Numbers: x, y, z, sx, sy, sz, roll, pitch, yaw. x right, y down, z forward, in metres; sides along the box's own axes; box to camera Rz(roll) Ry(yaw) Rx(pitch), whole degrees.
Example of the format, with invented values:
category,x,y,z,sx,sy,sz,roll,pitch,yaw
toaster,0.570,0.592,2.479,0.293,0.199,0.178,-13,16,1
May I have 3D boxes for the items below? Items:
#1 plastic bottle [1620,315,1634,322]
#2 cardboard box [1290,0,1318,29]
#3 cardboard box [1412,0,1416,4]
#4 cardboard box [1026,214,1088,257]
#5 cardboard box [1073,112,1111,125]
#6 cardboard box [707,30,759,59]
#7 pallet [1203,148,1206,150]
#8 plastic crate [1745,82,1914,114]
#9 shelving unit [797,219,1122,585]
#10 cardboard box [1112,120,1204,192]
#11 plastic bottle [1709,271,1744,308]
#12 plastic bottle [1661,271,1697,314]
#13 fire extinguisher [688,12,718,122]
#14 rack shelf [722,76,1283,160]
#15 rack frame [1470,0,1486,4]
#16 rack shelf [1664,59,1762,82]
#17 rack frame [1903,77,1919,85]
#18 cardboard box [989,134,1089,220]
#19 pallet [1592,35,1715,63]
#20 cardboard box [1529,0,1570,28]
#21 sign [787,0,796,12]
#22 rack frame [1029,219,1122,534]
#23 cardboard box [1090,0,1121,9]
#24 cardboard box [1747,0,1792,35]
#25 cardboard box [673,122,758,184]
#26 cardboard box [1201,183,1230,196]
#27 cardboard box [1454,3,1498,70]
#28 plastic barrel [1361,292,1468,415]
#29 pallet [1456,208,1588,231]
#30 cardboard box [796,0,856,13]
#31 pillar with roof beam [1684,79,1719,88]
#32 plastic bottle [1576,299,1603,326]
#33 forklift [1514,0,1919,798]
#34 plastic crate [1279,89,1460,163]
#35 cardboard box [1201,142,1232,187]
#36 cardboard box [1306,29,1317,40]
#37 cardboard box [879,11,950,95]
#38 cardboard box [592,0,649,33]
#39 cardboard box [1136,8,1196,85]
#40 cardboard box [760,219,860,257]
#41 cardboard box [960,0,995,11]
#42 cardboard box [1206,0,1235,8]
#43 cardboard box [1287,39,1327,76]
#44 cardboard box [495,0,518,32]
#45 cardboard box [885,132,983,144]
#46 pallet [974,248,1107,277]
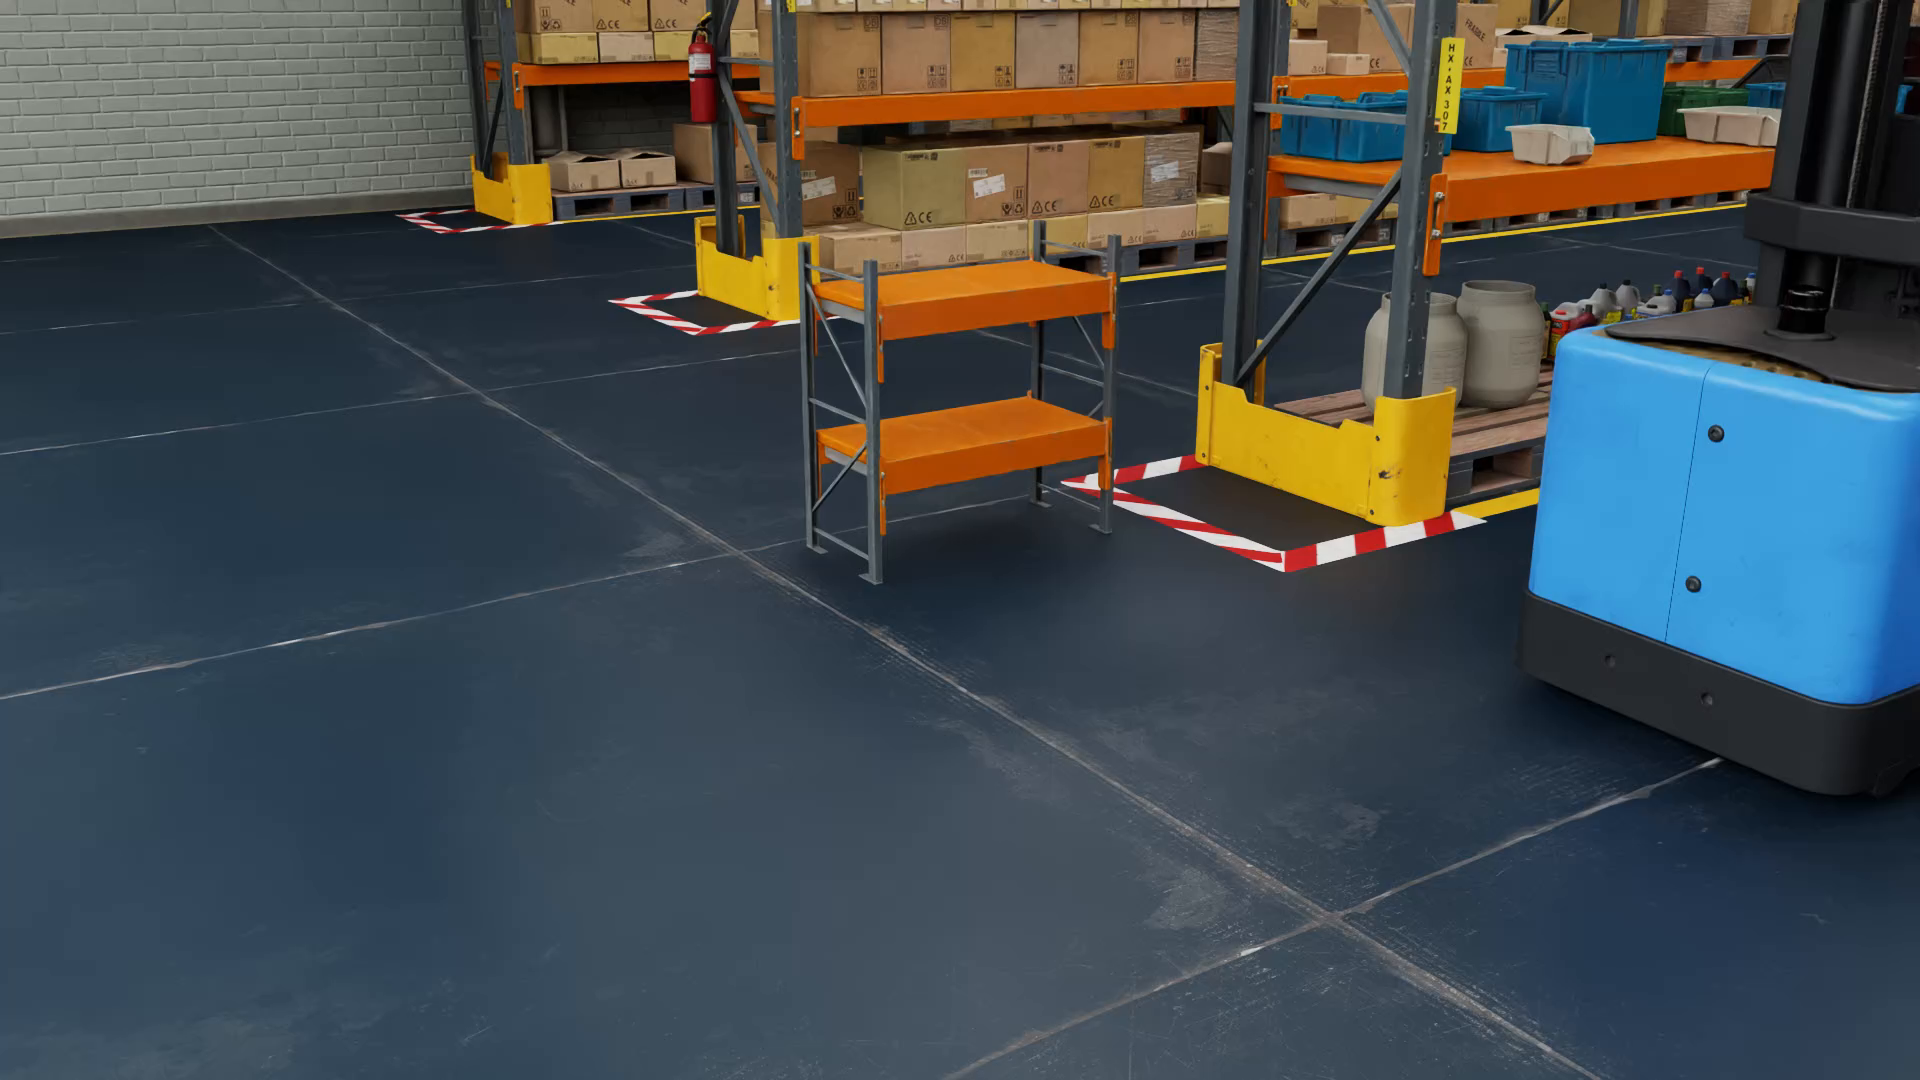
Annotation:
category,x,y,z,sx,sy,sz,roll,pitch,yaw
plastic bottle,3.306,-1.015,8.245,0.097,0.201,0.097,0,19,0
cardboard box,3.654,-5.988,18.621,0.500,0.500,0.500,-11,22,-30
cardboard box,5.338,-6.344,19.675,0.500,0.500,0.500,-12,22,-31
cardboard box,0.535,-2.145,11.543,0.500,0.250,0.500,-12,22,-31
cardboard box,1.199,-4.412,17.827,0.500,0.500,0.700,-12,22,-32
cardboard box,-2.156,-4.485,15.031,0.500,0.250,0.500,-12,22,-31
pallet,2.012,-4.225,18.412,1.213,0.211,1.003,-12,22,-31
plastic crate,3.998,-1.991,7.682,0.616,0.251,0.499,-12,22,-31
shelving unit,0.006,-0.534,6.068,1.048,1.125,0.538,-12,22,-31
cardboard box,1.492,-2.908,12.629,0.500,0.500,0.500,-12,22,-31
plastic bottle,3.950,-1.212,8.597,0.185,0.351,0.144,-12,22,-31
plastic bottle,3.713,-1.218,8.612,0.185,0.351,0.144,-13,23,-34
fire extinguisher,-1.643,-3.016,10.604,0.183,0.674,0.296,-12,22,-31
rack shelf,0.382,-2.961,11.443,4.000,0.370,1.077,-12,22,-31
rack frame,6.006,-6.388,20.456,0.127,3.000,1.000,-12,22,-31
rack shelf,7.063,-4.370,15.611,4.000,0.370,1.077,-12,22,-31
rack frame,4.773,-2.329,8.449,0.127,3.000,1.000,-12,22,-31
cardboard box,0.536,-2.500,11.422,0.500,0.500,0.500,-12,22,-31
pallet,5.920,-4.406,14.894,1.003,0.211,1.213,-12,22,-31
cardboard box,7.080,-6.748,21.053,0.700,0.700,0.980,-13,22,-33
sign,-0.989,-3.248,9.692,0.005,0.325,0.100,-12,22,-31
rack frame,0.430,-0.624,6.333,0.032,1.125,0.500,-12,22,-31
cardboard box,0.881,-3.680,11.279,0.250,0.149,0.380,-11,22,-30
cardboard box,7.292,-4.982,15.486,0.700,0.500,0.500,16,24,39
cardboard box,-2.273,-3.612,15.462,0.500,0.500,0.700,-14,23,-35
cardboard box,2.239,-2.701,13.189,0.500,0.250,0.500,-12,22,-32
cardboard box,4.000,-4.106,13.551,0.500,0.500,0.500,-13,23,-34
plastic barrel,1.940,-0.781,7.100,0.421,0.512,0.421,0,19,0
pallet,4.684,-2.903,14.503,1.213,0.211,1.003,-12,22,-31
cardboard box,-0.843,-3.316,10.200,0.250,0.149,0.380,-12,22,-32
pillar with roof beam,13.493,-9.490,20.264,0.400,9.000,9.100,-12,22,-31
plastic bottle,3.067,-1.044,8.217,0.135,0.276,0.152,-13,22,-33
forklift,3.165,-1.069,4.831,3.031,2.935,1.130,-11,22,-30
plastic crate,1.686,-1.722,6.886,0.616,0.251,0.499,-12,22,-31
cardboard box,2.232,-2.964,13.091,0.500,0.311,0.500,-12,22,-31
cardboard box,3.905,-5.761,18.963,0.250,0.149,0.380,-11,22,-30
cardboard box,-0.456,-3.170,10.781,0.500,0.500,0.700,-11,22,-30
cardboard box,-3.034,-4.656,14.365,0.500,0.500,0.500,-12,22,-31
cardboard box,1.248,-3.527,11.838,0.500,0.500,0.700,-12,22,-32
cardboard box,-1.003,-2.019,11.172,0.500,0.250,0.500,-12,22,-31
cardboard box,0.019,-3.498,10.739,0.250,0.149,0.380,-13,23,-33
cardboard box,1.735,-3.861,11.812,0.250,0.149,0.380,-12,22,-33
cardboard box,2.439,-3.682,12.685,0.500,0.250,0.500,-10,21,-28
cardboard box,-3.740,-4.708,14.518,0.500,0.500,0.500,-12,22,-32
cardboard box,-0.177,-2.555,11.587,0.500,0.500,0.500,-12,22,-31
pallet,0.345,-1.988,11.796,1.213,0.211,1.003,-12,22,-31
